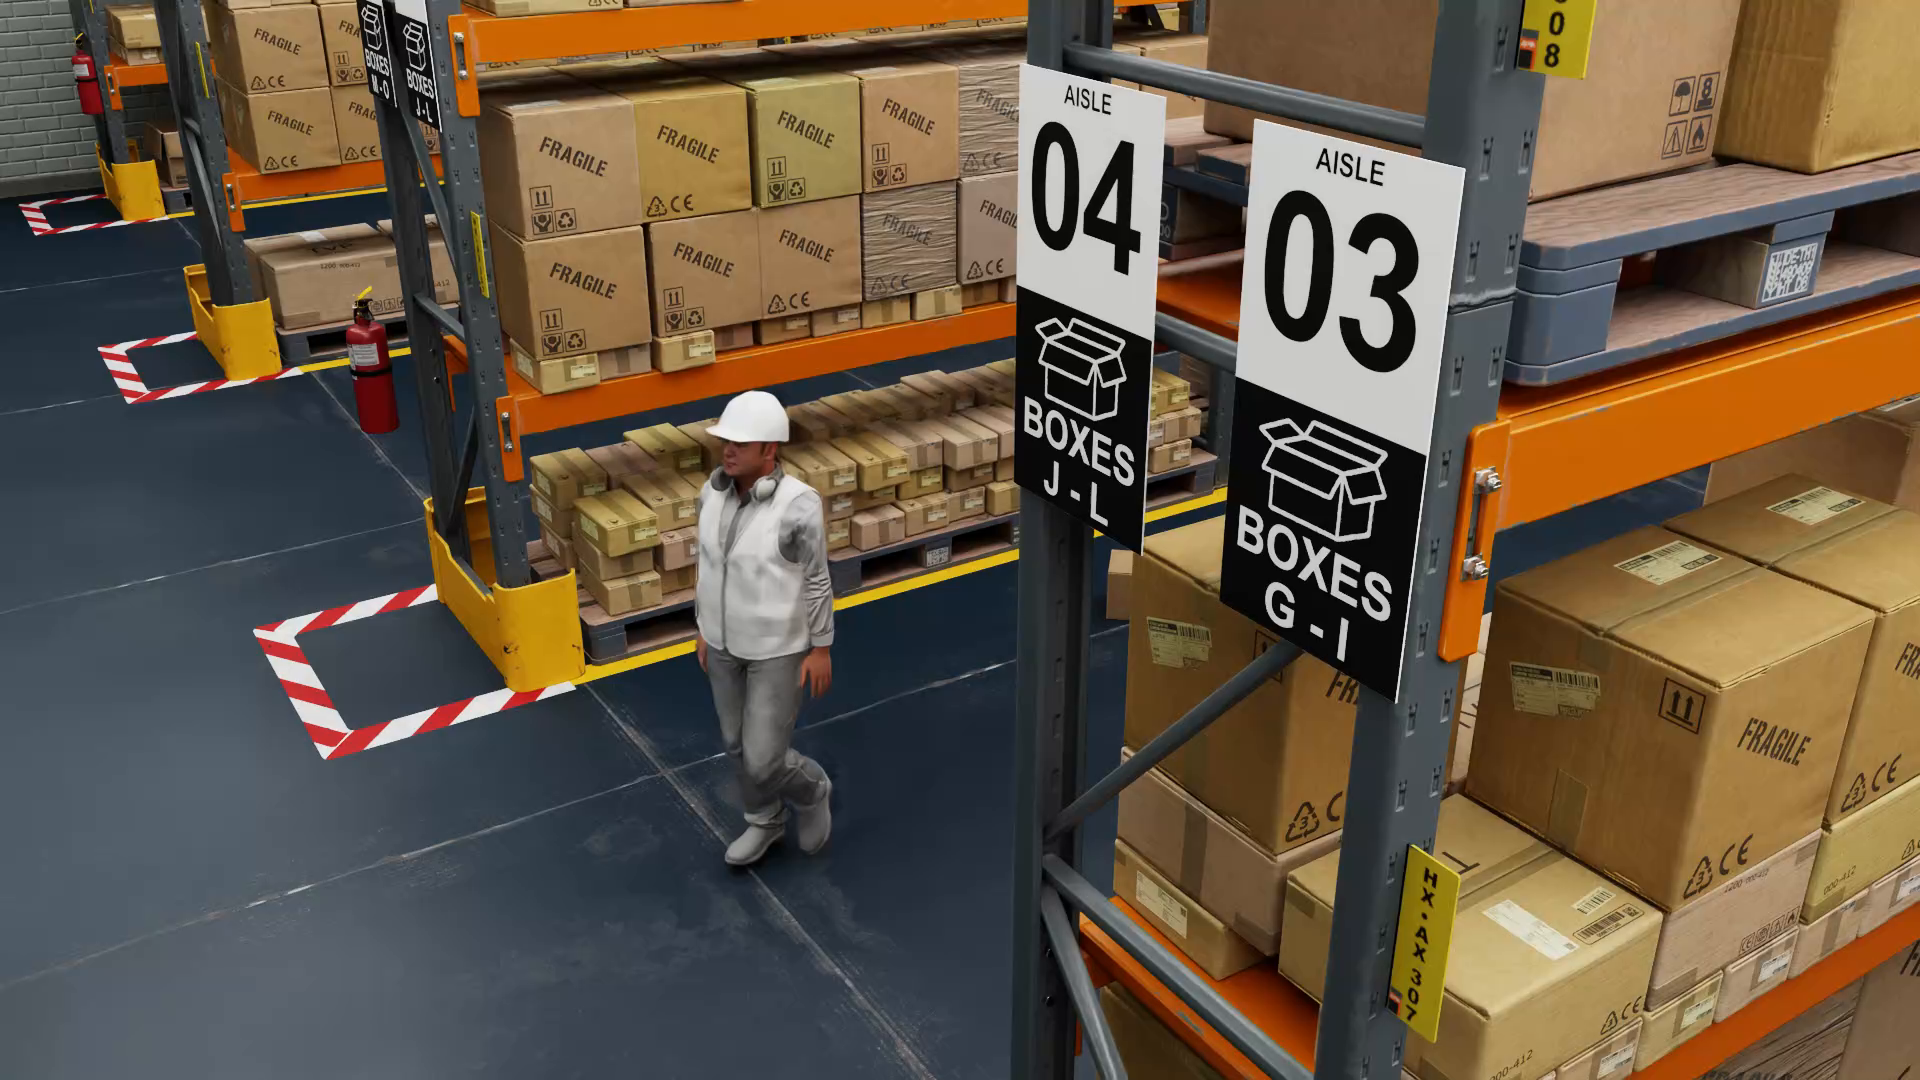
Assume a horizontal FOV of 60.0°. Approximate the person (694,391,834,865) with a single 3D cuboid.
[{"bbox_3d":[-0.712,0.342,5.770,0.556,1.765,0.467,16,29,30],"label":"person"}]
